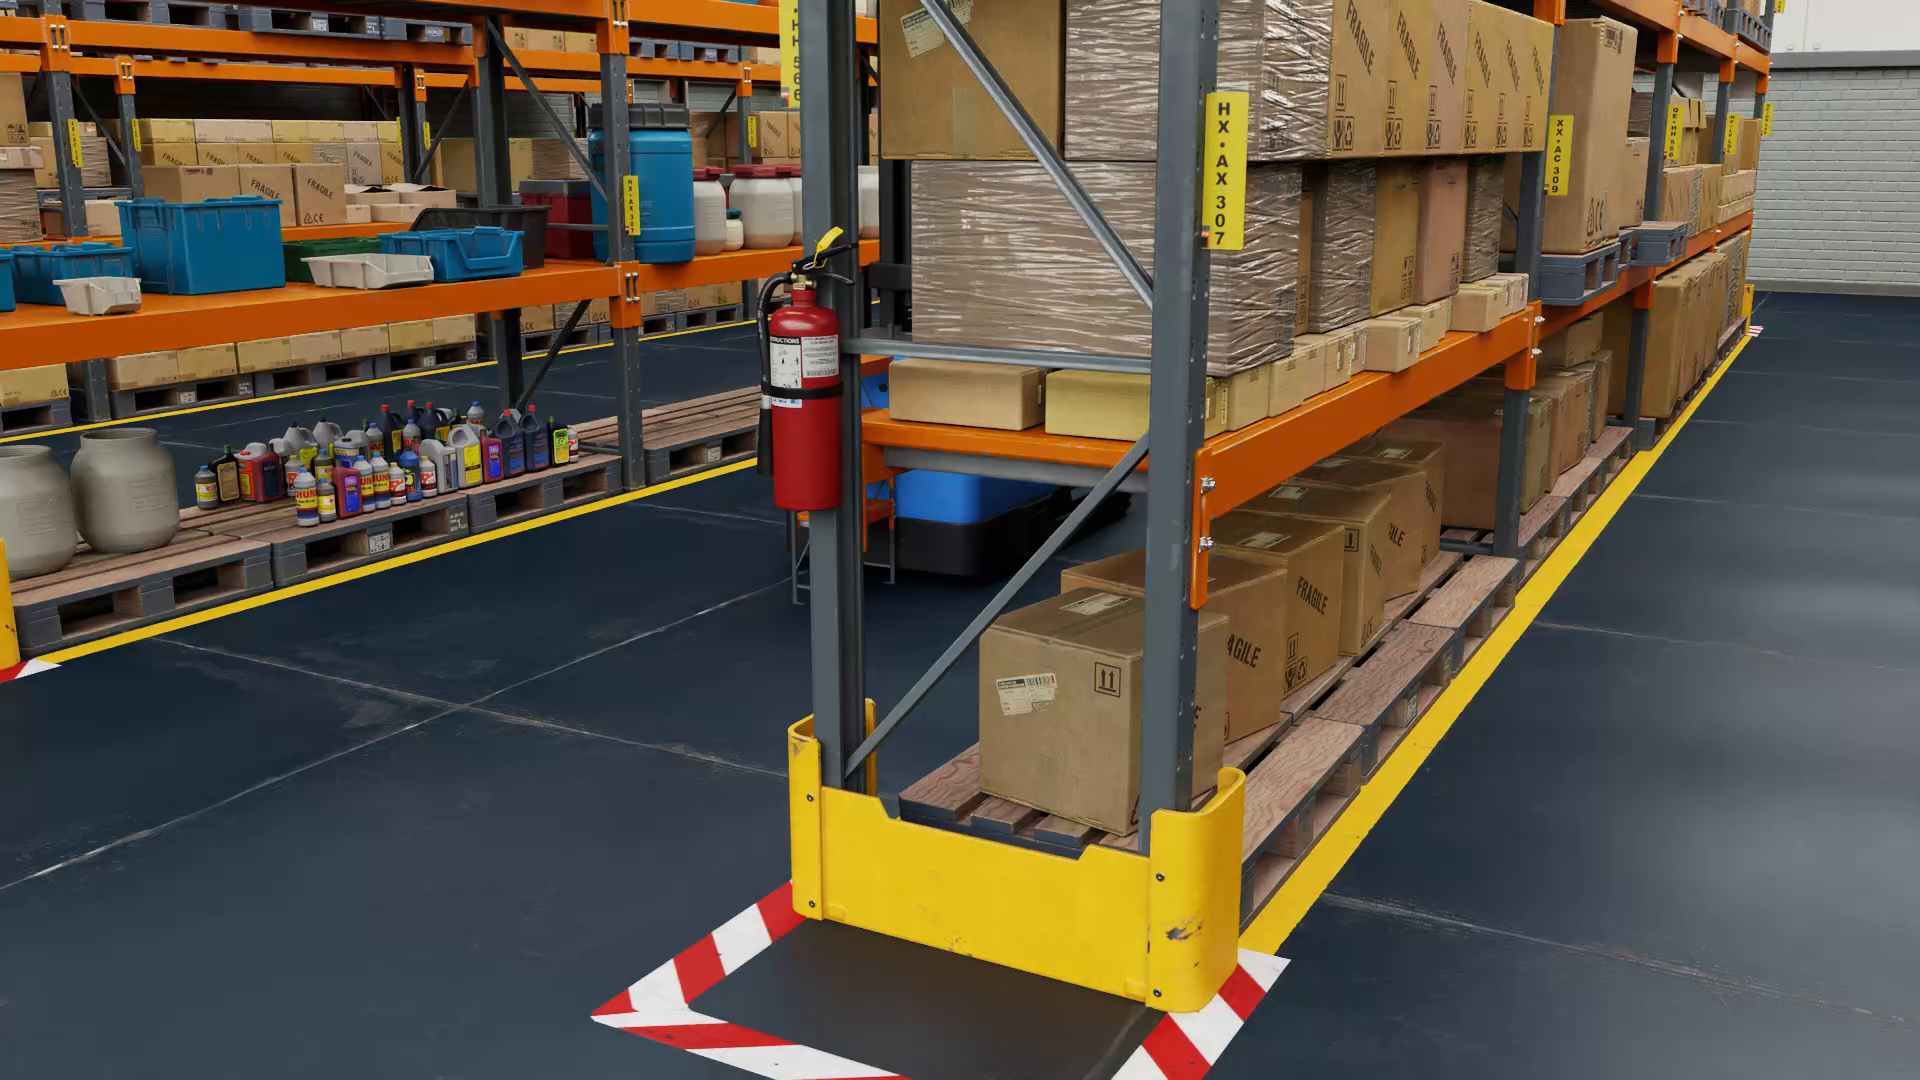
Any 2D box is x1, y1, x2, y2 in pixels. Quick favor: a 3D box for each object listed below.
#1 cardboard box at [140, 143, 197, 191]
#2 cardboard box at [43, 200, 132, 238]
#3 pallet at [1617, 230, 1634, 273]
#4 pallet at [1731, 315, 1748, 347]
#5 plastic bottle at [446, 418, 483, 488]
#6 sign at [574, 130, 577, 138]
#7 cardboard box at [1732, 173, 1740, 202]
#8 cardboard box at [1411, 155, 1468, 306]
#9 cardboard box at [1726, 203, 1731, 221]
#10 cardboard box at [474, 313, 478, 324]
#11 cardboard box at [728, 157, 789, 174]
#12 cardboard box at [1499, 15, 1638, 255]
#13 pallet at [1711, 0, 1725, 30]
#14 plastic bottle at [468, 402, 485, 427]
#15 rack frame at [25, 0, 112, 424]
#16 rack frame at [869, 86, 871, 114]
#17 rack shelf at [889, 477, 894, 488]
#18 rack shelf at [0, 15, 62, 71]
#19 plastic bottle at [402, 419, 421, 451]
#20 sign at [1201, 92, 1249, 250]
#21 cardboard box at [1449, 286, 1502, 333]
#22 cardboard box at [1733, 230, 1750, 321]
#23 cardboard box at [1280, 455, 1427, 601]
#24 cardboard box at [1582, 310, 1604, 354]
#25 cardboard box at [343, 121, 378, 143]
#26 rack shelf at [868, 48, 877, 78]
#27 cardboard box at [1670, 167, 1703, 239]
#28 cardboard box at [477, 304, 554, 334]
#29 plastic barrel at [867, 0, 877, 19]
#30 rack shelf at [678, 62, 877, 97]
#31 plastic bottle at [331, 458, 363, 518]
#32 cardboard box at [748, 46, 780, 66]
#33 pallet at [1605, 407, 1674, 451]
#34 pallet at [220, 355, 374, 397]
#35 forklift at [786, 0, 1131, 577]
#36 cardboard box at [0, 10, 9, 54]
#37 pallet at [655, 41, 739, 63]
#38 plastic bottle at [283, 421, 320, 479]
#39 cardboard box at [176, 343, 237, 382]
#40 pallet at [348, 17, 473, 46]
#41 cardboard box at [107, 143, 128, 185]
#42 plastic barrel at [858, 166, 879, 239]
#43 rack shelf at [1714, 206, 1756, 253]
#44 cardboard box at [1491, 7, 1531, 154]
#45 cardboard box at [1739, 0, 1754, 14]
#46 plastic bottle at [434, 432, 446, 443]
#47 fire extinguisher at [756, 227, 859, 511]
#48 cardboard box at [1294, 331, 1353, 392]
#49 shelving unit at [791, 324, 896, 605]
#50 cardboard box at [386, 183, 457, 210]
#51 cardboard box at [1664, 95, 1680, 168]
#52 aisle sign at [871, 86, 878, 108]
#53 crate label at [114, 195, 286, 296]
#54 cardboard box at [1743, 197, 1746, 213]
[{"bbox_3d":[-8.597,-4.023,17.929,0.500,0.500,0.500,8,16,30],"label":"cardboard box"},{"bbox_3d":[-6.452,-2.401,12.413,0.500,0.250,0.500,9,16,32],"label":"cardboard box"},{"bbox_3d":[3.031,-1.562,9.020,1.003,0.211,1.213,7,15,28],"label":"pallet"},{"bbox_3d":[7.502,-2.178,17.119,1.003,0.211,1.213,7,15,28],"label":"pallet"},{"bbox_3d":[-2.625,-0.462,8.762,0.144,0.351,0.185,7,15,28],"label":"plastic bottle"},{"bbox_3d":[-5.671,-5.914,24.648,0.100,0.325,0.005,7,15,28],"label":"sign"},{"bbox_3d":[6.833,-3.233,15.229,0.500,0.250,0.500,8,16,29],"label":"cardboard box"},{"bbox_3d":[1.321,-1.140,6.015,0.875,0.500,0.500,7,15,28],"label":"cardboard box"},{"bbox_3d":[6.574,-2.895,14.678,0.380,0.149,0.250,8,16,30],"label":"cardboard box"},{"bbox_3d":[-4.471,-2.406,16.508,0.500,0.500,0.500,8,16,30],"label":"cardboard box"},{"bbox_3d":[-2.299,-4.132,19.058,0.500,0.500,0.500,8,16,30],"label":"cardboard box"},{"bbox_3d":[2.525,-1.888,7.788,1.000,1.000,1.000,7,15,28],"label":"cardboard box"},{"bbox_3d":[5.486,-4.058,12.973,0.805,0.209,1.217,7,15,26],"label":"pallet"},{"bbox_3d":[-2.855,-0.678,9.828,0.097,0.271,0.097,0,14,0],"label":"plastic bottle"},{"bbox_3d":[-6.651,-2.368,11.956,1.000,3.000,0.127,7,15,28],"label":"rack frame"},{"bbox_3d":[-0.850,-4.830,22.168,1.000,3.000,0.127,7,15,28],"label":"rack frame"},{"bbox_3d":[-0.518,-0.275,7.402,0.258,0.148,0.480,7,15,26],"label":"rack shelf"},{"bbox_3d":[-7.618,-3.066,9.987,1.077,0.370,4.000,7,15,28],"label":"rack shelf"},{"bbox_3d":[-3.035,-0.532,9.221,0.097,0.271,0.097,0,14,0],"label":"plastic bottle"},{"bbox_3d":[0.560,-0.784,3.537,0.100,0.325,0.005,7,15,28],"label":"sign"},{"bbox_3d":[1.846,-0.887,6.348,0.380,0.149,0.250,7,15,28],"label":"cardboard box"},{"bbox_3d":[7.580,-2.738,17.127,0.875,0.875,0.875,7,15,28],"label":"cardboard box"},{"bbox_3d":[1.520,-0.038,6.729,0.500,0.500,0.500,-12,18,-41],"label":"cardboard box"},{"bbox_3d":[3.655,-1.288,10.271,0.500,0.250,0.500,8,16,30],"label":"cardboard box"},{"bbox_3d":[-7.380,-4.909,20.004,0.500,0.250,0.500,8,16,29],"label":"cardboard box"},{"bbox_3d":[0.583,-4.146,14.464,1.077,0.370,4.000,7,15,28],"label":"rack shelf"},{"bbox_3d":[5.161,-2.497,12.278,0.500,0.500,0.500,7,15,28],"label":"cardboard box"},{"bbox_3d":[-4.247,-2.248,15.855,0.500,0.500,0.500,8,16,30],"label":"cardboard box"},{"bbox_3d":[-0.802,-4.110,12.544,0.421,0.512,0.421,0,14,0],"label":"plastic barrel"},{"bbox_3d":[-1.817,-5.528,20.199,1.077,0.370,4.000,7,15,28],"label":"rack shelf"},{"bbox_3d":[-2.976,-0.260,8.068,0.061,0.283,0.133,8,16,29],"label":"plastic bottle"},{"bbox_3d":[-2.332,-5.466,18.728,0.500,0.250,0.500,7,15,28],"label":"cardboard box"},{"bbox_3d":[4.399,-0.863,11.664,1.003,0.211,1.213,7,15,28],"label":"pallet"},{"bbox_3d":[-5.741,-1.419,13.970,1.003,0.211,1.213,7,15,28],"label":"pallet"},{"bbox_3d":[0.284,-1.555,8.732,1.130,2.935,3.031,7,15,26],"label":"forklift"},{"bbox_3d":[-9.764,-5.012,16.259,0.797,0.503,0.637,10,17,36],"label":"cardboard box"},{"bbox_3d":[-3.161,-5.250,17.913,1.213,0.211,1.003,7,15,28],"label":"pallet"},{"bbox_3d":[-3.457,-0.450,8.711,0.144,0.351,0.185,8,16,30],"label":"plastic bottle"},{"bbox_3d":[-5.991,-1.395,12.890,0.500,0.250,0.500,8,16,29],"label":"cardboard box"},{"bbox_3d":[-4.967,-4.406,14.411,1.213,0.211,1.003,8,16,31],"label":"pallet"},{"bbox_3d":[-9.058,-4.079,18.162,0.500,0.500,0.500,7,15,28],"label":"cardboard box"},{"bbox_3d":[-0.694,-2.446,12.040,0.421,0.512,0.421,0,14,0],"label":"plastic barrel"},{"bbox_3d":[6.853,-2.947,15.892,1.077,0.370,4.000,7,15,28],"label":"rack shelf"},{"bbox_3d":[1.801,-1.698,6.195,0.500,0.500,0.500,7,15,28],"label":"cardboard box"},{"bbox_3d":[6.853,-5.014,15.209,0.700,0.500,0.500,8,16,30],"label":"cardboard box"},{"bbox_3d":[-2.727,-0.435,8.797,0.061,0.283,0.133,7,15,28],"label":"plastic bottle"},{"bbox_3d":[-0.374,-0.415,4.022,0.296,0.674,0.183,7,15,28],"label":"fire extinguisher"},{"bbox_3d":[0.933,-0.536,4.895,0.380,0.149,0.250,7,15,28],"label":"cardboard box"},{"bbox_3d":[-0.518,-0.341,7.386,0.258,1.200,0.503,7,15,26],"label":"shelving unit"},{"bbox_3d":[-4.932,-3.076,15.082,0.500,0.311,0.500,9,16,32],"label":"cardboard box"},{"bbox_3d":[4.637,-2.883,11.740,0.797,0.503,0.637,8,16,29],"label":"cardboard box"},{"bbox_3d":[-1.074,-6.141,22.060,0.394,0.787,0.004,7,15,28],"label":"aisle sign"},{"bbox_3d":[-3.598,-1.411,7.910,0.502,0.435,0.616,7,15,28],"label":"crate label"},{"bbox_3d":[7.443,-3.265,16.211,0.380,0.149,0.250,7,15,27],"label":"cardboard box"}]
